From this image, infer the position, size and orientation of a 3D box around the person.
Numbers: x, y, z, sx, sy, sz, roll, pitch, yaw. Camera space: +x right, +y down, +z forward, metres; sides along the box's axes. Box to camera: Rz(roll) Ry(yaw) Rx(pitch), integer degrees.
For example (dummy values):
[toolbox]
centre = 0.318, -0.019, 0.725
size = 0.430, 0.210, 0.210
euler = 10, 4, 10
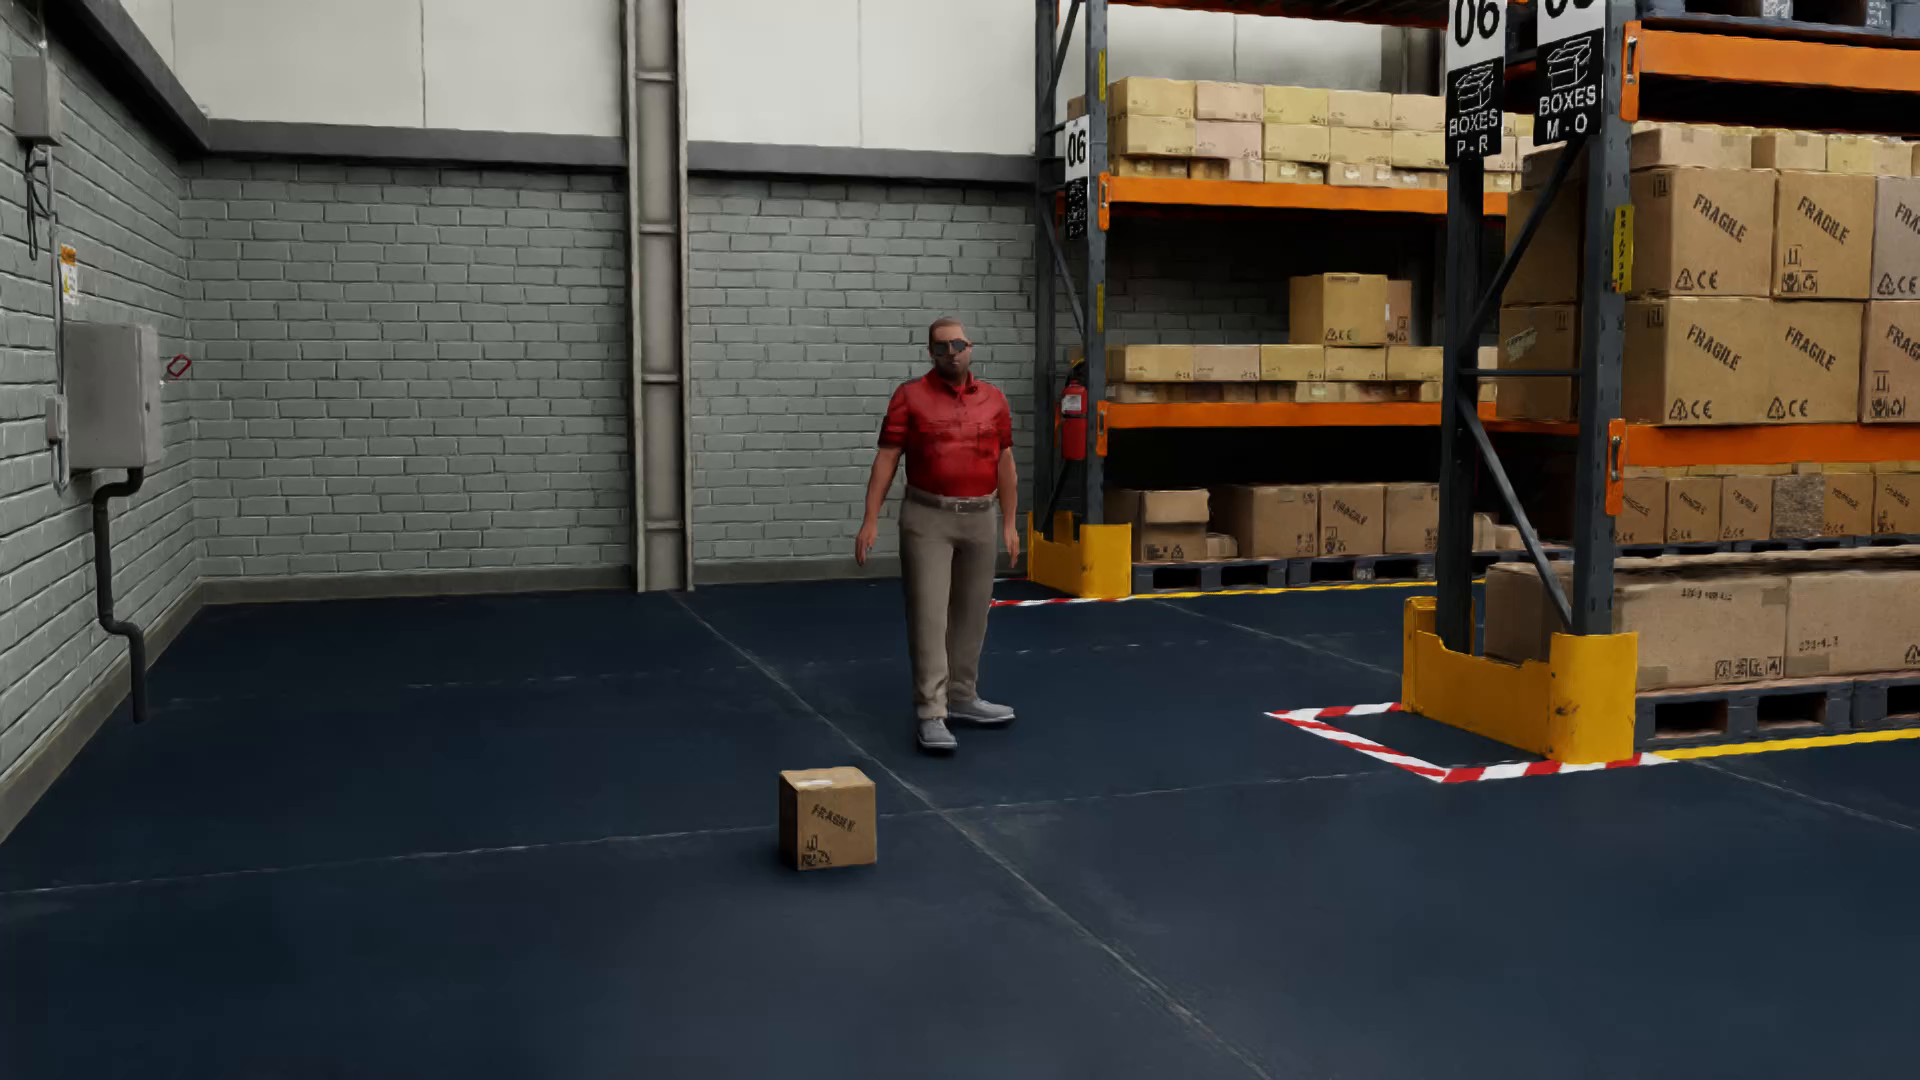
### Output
[person]
centre = -0.060, -0.046, 6.780
size = 0.756, 1.716, 0.631
euler = -3, 6, -26
